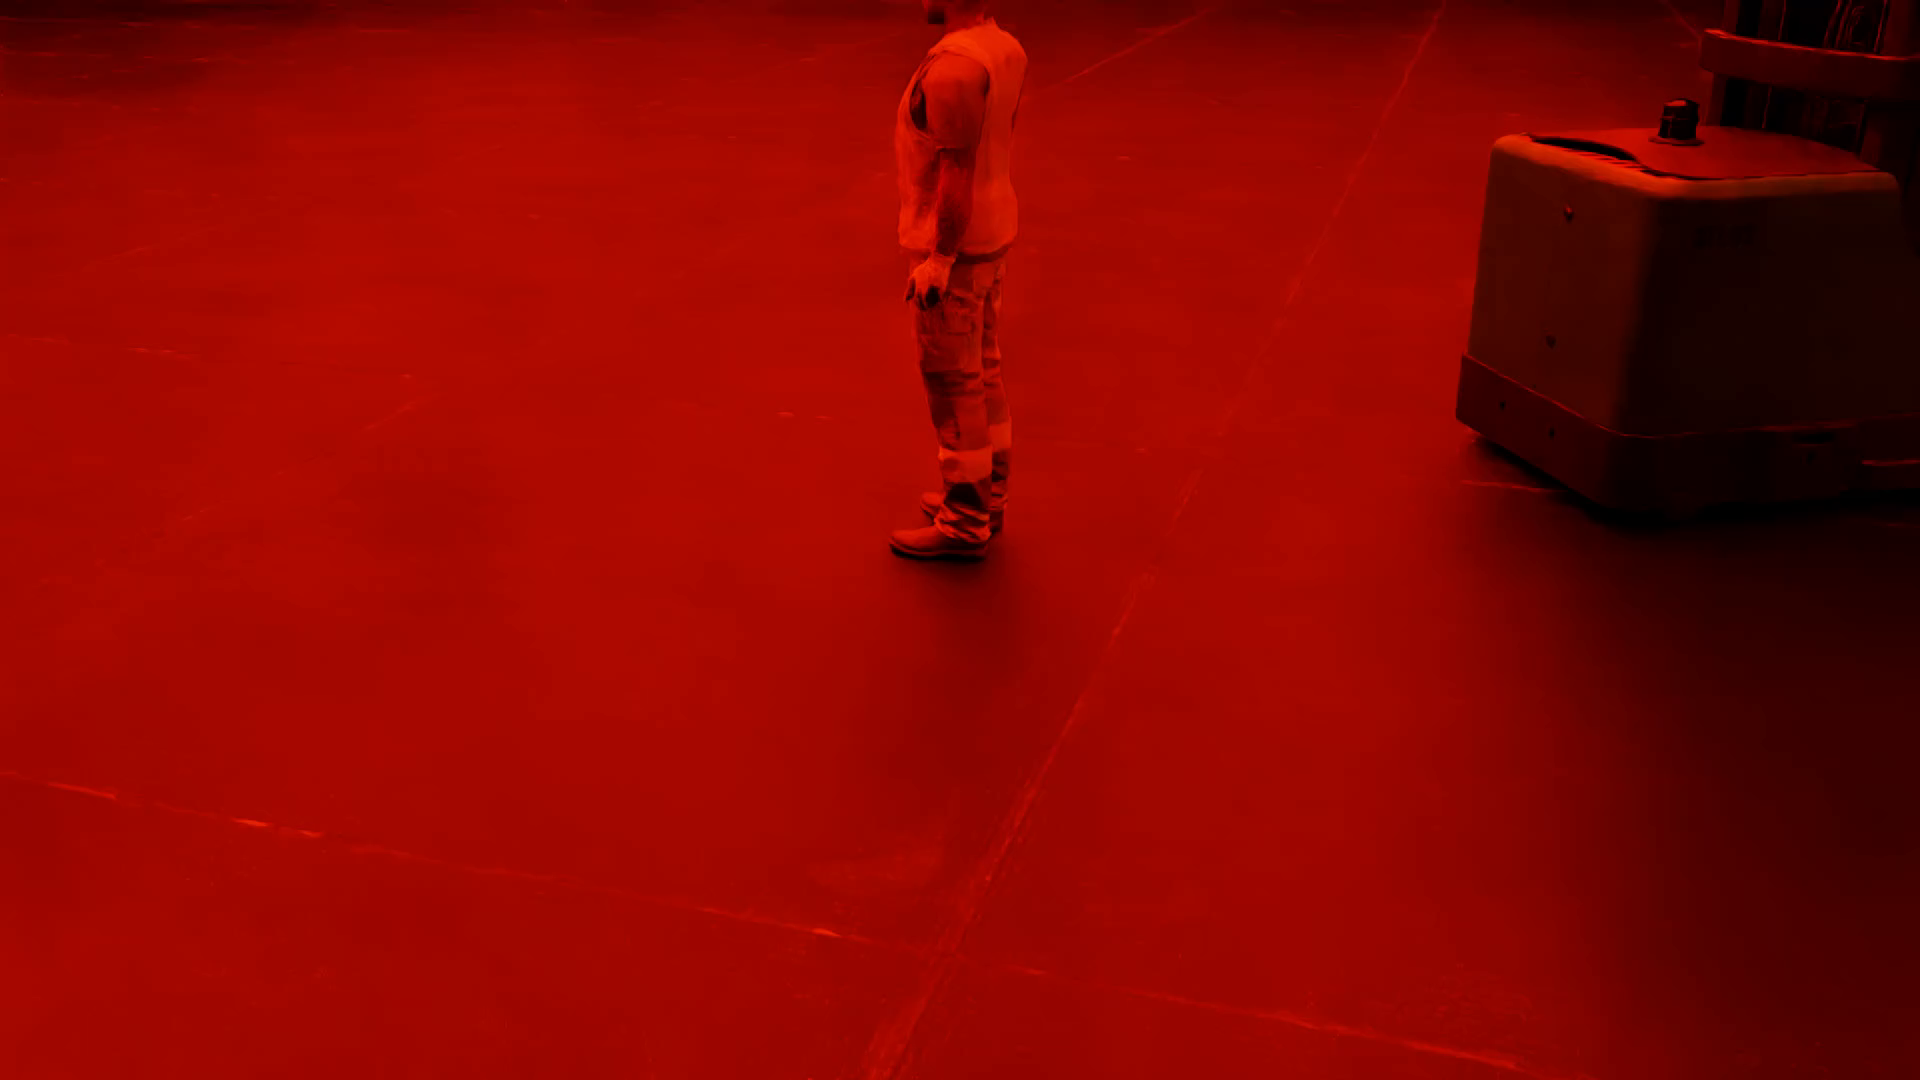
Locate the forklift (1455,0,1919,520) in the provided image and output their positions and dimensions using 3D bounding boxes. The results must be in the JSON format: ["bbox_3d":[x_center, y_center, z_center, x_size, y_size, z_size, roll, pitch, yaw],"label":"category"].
[{"bbox_3d":[3.361,-1.701,5.401,3.031,2.935,1.130,-5,23,-13],"label":"forklift"}]

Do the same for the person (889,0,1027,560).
[{"bbox_3d":[-0.020,-0.830,4.783,0.349,1.795,0.540,7,23,16],"label":"person"}]
